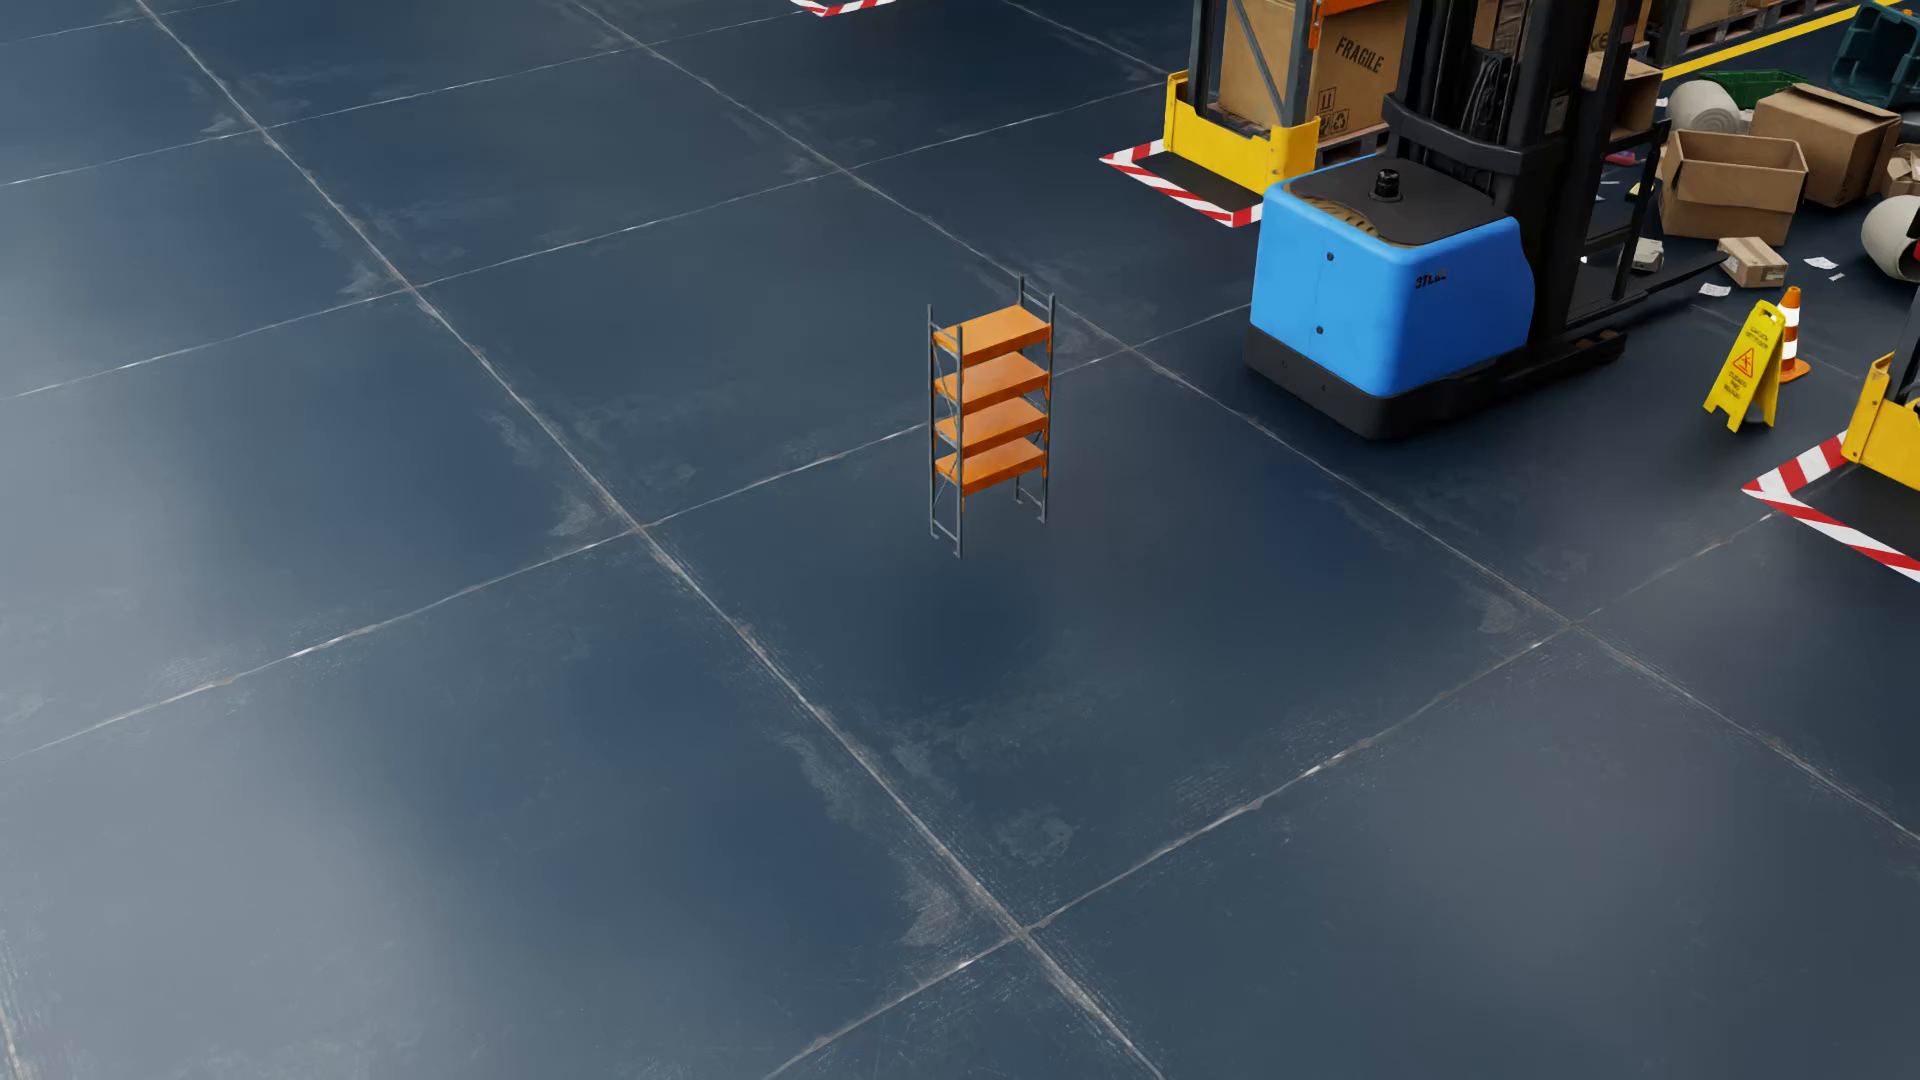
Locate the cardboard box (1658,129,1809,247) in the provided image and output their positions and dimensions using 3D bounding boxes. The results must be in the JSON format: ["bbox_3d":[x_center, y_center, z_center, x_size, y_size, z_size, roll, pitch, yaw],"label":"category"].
[{"bbox_3d":[4.791,-2.196,10.373,0.797,0.503,0.637,9,37,12],"label":"cardboard box"}]

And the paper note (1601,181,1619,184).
[{"bbox_3d":[4.317,-2.372,11.039,0.123,0.001,0.032,-3,36,-4],"label":"paper note"}]

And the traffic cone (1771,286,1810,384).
[{"bbox_3d":[4.422,-1.141,8.940,0.334,0.463,0.336,-22,41,-28],"label":"traffic cone"}]

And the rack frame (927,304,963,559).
[{"bbox_3d":[-0.064,-0.461,7.363,0.015,1.200,0.240,-22,41,-28],"label":"rack frame"}]

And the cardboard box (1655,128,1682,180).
[{"bbox_3d":[4.805,-2.518,11.023,0.258,0.266,0.396,-15,38,-20],"label":"cardboard box"}]

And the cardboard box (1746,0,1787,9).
[{"bbox_3d":[6.395,-4.916,13.584,0.750,0.750,1.050,-22,41,-28],"label":"cardboard box"}]

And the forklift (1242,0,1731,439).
[{"bbox_3d":[3.039,-2.350,8.507,3.031,2.935,1.130,-21,41,-26],"label":"forklift"}]

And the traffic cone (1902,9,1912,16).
[{"bbox_3d":[7.115,-3.785,12.617,0.334,0.463,0.336,-22,41,-28],"label":"traffic cone"}]

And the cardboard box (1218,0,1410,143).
[{"bbox_3d":[2.395,-3.307,11.239,0.875,0.875,0.875,-22,41,-28],"label":"cardboard box"}]

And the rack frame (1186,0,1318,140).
[{"bbox_3d":[1.879,-3.739,10.380,0.127,3.000,1.000,-22,41,-28],"label":"rack frame"}]

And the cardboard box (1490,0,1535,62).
[{"bbox_3d":[3.860,-3.909,12.077,0.875,0.875,0.875,-22,41,-28],"label":"cardboard box"}]

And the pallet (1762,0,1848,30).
[{"bbox_3d":[6.734,-4.661,14.050,1.213,0.211,1.003,-22,41,-28],"label":"pallet"}]

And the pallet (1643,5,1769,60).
[{"bbox_3d":[5.736,-4.248,13.476,1.213,0.211,1.003,-22,41,-28],"label":"pallet"}]

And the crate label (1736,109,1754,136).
[{"bbox_3d":[5.525,-2.933,11.711,0.298,0.136,0.250,9,37,12],"label":"crate label"}]

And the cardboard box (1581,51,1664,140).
[{"bbox_3d":[4.471,-3.059,11.573,0.500,0.500,0.500,-15,38,-20],"label":"cardboard box"}]

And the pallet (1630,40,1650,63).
[{"bbox_3d":[4.482,-3.734,12.761,1.213,0.211,1.003,-22,41,-28],"label":"pallet"}]

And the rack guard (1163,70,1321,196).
[{"bbox_3d":[1.860,-2.716,11.099,0.348,0.500,1.175,-22,41,-28],"label":"rack guard"}]

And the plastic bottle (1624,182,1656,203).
[{"bbox_3d":[4.451,-2.275,10.860,0.133,0.061,0.283,22,41,28],"label":"plastic bottle"}]

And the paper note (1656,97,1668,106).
[{"bbox_3d":[5.121,-3.221,12.202,0.147,0.020,0.142,9,37,12],"label":"paper note"}]

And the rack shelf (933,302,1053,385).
[{"bbox_3d":[0.135,-0.862,7.248,0.480,0.148,0.258,-22,41,-28],"label":"rack shelf"}]

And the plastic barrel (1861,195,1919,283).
[{"bbox_3d":[5.630,-1.782,9.865,0.421,0.421,0.512,3,36,4],"label":"plastic barrel"}]

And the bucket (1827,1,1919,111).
[{"bbox_3d":[6.366,-3.227,11.169,0.620,0.611,0.726,-1,34,-18],"label":"bucket"}]

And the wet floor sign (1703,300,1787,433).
[{"bbox_3d":[4.042,-0.902,8.451,0.232,0.644,0.267,-9,37,-12],"label":"wet floor sign"}]

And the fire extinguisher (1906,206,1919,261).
[{"bbox_3d":[4.454,-1.561,7.417,0.183,0.674,0.296,-22,41,-28],"label":"fire extinguisher"}]

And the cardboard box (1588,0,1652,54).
[{"bbox_3d":[4.594,-4.214,12.501,0.875,0.875,0.875,-22,41,-27],"label":"cardboard box"}]

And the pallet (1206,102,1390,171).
[{"bbox_3d":[2.488,-2.913,11.620,1.213,0.211,1.003,-22,41,-28],"label":"pallet"}]

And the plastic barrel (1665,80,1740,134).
[{"bbox_3d":[5.105,-2.925,11.454,0.421,0.421,0.512,3,36,4],"label":"plastic barrel"}]

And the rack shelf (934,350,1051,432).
[{"bbox_3d":[0.135,-0.670,7.386,0.480,0.148,0.258,-22,41,-28],"label":"rack shelf"}]

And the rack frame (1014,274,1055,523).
[{"bbox_3d":[0.335,-0.625,7.591,0.015,1.200,0.240,-22,41,-28],"label":"rack frame"}]

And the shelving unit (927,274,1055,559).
[{"bbox_3d":[0.135,-0.543,7.477,0.503,1.200,0.258,-22,41,-28],"label":"shelving unit"}]

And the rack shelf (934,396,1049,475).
[{"bbox_3d":[0.135,-0.488,7.516,0.480,0.148,0.258,-22,41,-28],"label":"rack shelf"}]

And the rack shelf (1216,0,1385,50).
[{"bbox_3d":[3.514,-4.120,11.525,4.000,0.370,1.077,-22,41,-28],"label":"rack shelf"}]

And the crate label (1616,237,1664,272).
[{"bbox_3d":[4.111,-1.718,10.022,0.250,0.136,0.298,15,38,20],"label":"crate label"}]

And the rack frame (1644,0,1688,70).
[{"bbox_3d":[5.149,-5.085,12.251,0.127,3.000,1.000,-22,41,-28],"label":"rack frame"}]

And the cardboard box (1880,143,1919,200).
[{"bbox_3d":[6.181,-2.397,10.855,0.258,0.266,0.396,9,37,12],"label":"cardboard box"}]

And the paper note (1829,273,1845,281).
[{"bbox_3d":[5.235,-1.571,9.925,0.123,0.001,0.032,-22,41,-28],"label":"paper note"}]

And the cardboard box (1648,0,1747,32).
[{"bbox_3d":[5.604,-4.594,13.135,0.750,0.750,1.050,-23,41,-28],"label":"cardboard box"}]

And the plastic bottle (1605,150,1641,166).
[{"bbox_3d":[4.497,-2.607,11.322,0.283,0.061,0.133,22,41,28],"label":"plastic bottle"}]

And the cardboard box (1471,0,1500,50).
[{"bbox_3d":[3.113,-3.604,11.652,0.875,0.875,0.875,-23,42,-29],"label":"cardboard box"}]

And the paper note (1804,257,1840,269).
[{"bbox_3d":[5.220,-1.683,10.073,0.142,0.019,0.148,-9,37,-12],"label":"paper note"}]

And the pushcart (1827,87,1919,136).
[{"bbox_3d":[6.729,-2.763,11.268,1.648,0.377,0.936,22,41,28],"label":"pushcart"}]

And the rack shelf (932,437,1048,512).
[{"bbox_3d":[0.135,-0.327,7.632,0.480,0.148,0.258,-22,41,-28],"label":"rack shelf"}]

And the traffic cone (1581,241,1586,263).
[{"bbox_3d":[3.504,-1.557,9.518,0.334,0.463,0.336,-22,41,-28],"label":"traffic cone"}]

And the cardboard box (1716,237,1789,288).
[{"bbox_3d":[4.720,-1.658,9.928,0.250,0.149,0.380,-3,36,-4],"label":"cardboard box"}]

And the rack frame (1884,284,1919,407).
[{"bbox_3d":[4.813,-1.411,7.142,0.127,3.000,1.000,-22,41,-28],"label":"rack frame"}]

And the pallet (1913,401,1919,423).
[{"bbox_3d":[5.560,-0.561,8.349,1.213,0.211,1.003,-22,41,-28],"label":"pallet"}]

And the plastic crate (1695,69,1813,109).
[{"bbox_3d":[5.761,-3.283,12.104,0.662,0.188,0.450,-3,26,-4],"label":"plastic crate"}]

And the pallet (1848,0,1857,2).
[{"bbox_3d":[7.730,-5.069,14.617,1.213,0.211,1.003,-22,41,-28],"label":"pallet"}]

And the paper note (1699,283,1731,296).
[{"bbox_3d":[4.439,-1.473,9.772,0.148,0.019,0.142,22,41,28],"label":"paper note"}]

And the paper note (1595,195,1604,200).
[{"bbox_3d":[4.105,-2.236,10.835,0.142,0.017,0.144,-9,37,-12],"label":"paper note"}]

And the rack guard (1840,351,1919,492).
[{"bbox_3d":[4.875,-0.421,7.908,0.348,0.500,1.175,-22,41,-28],"label":"rack guard"}]

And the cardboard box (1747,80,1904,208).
[{"bbox_3d":[5.550,-2.570,10.776,0.503,0.637,0.797,-22,41,-28],"label":"cardboard box"}]
